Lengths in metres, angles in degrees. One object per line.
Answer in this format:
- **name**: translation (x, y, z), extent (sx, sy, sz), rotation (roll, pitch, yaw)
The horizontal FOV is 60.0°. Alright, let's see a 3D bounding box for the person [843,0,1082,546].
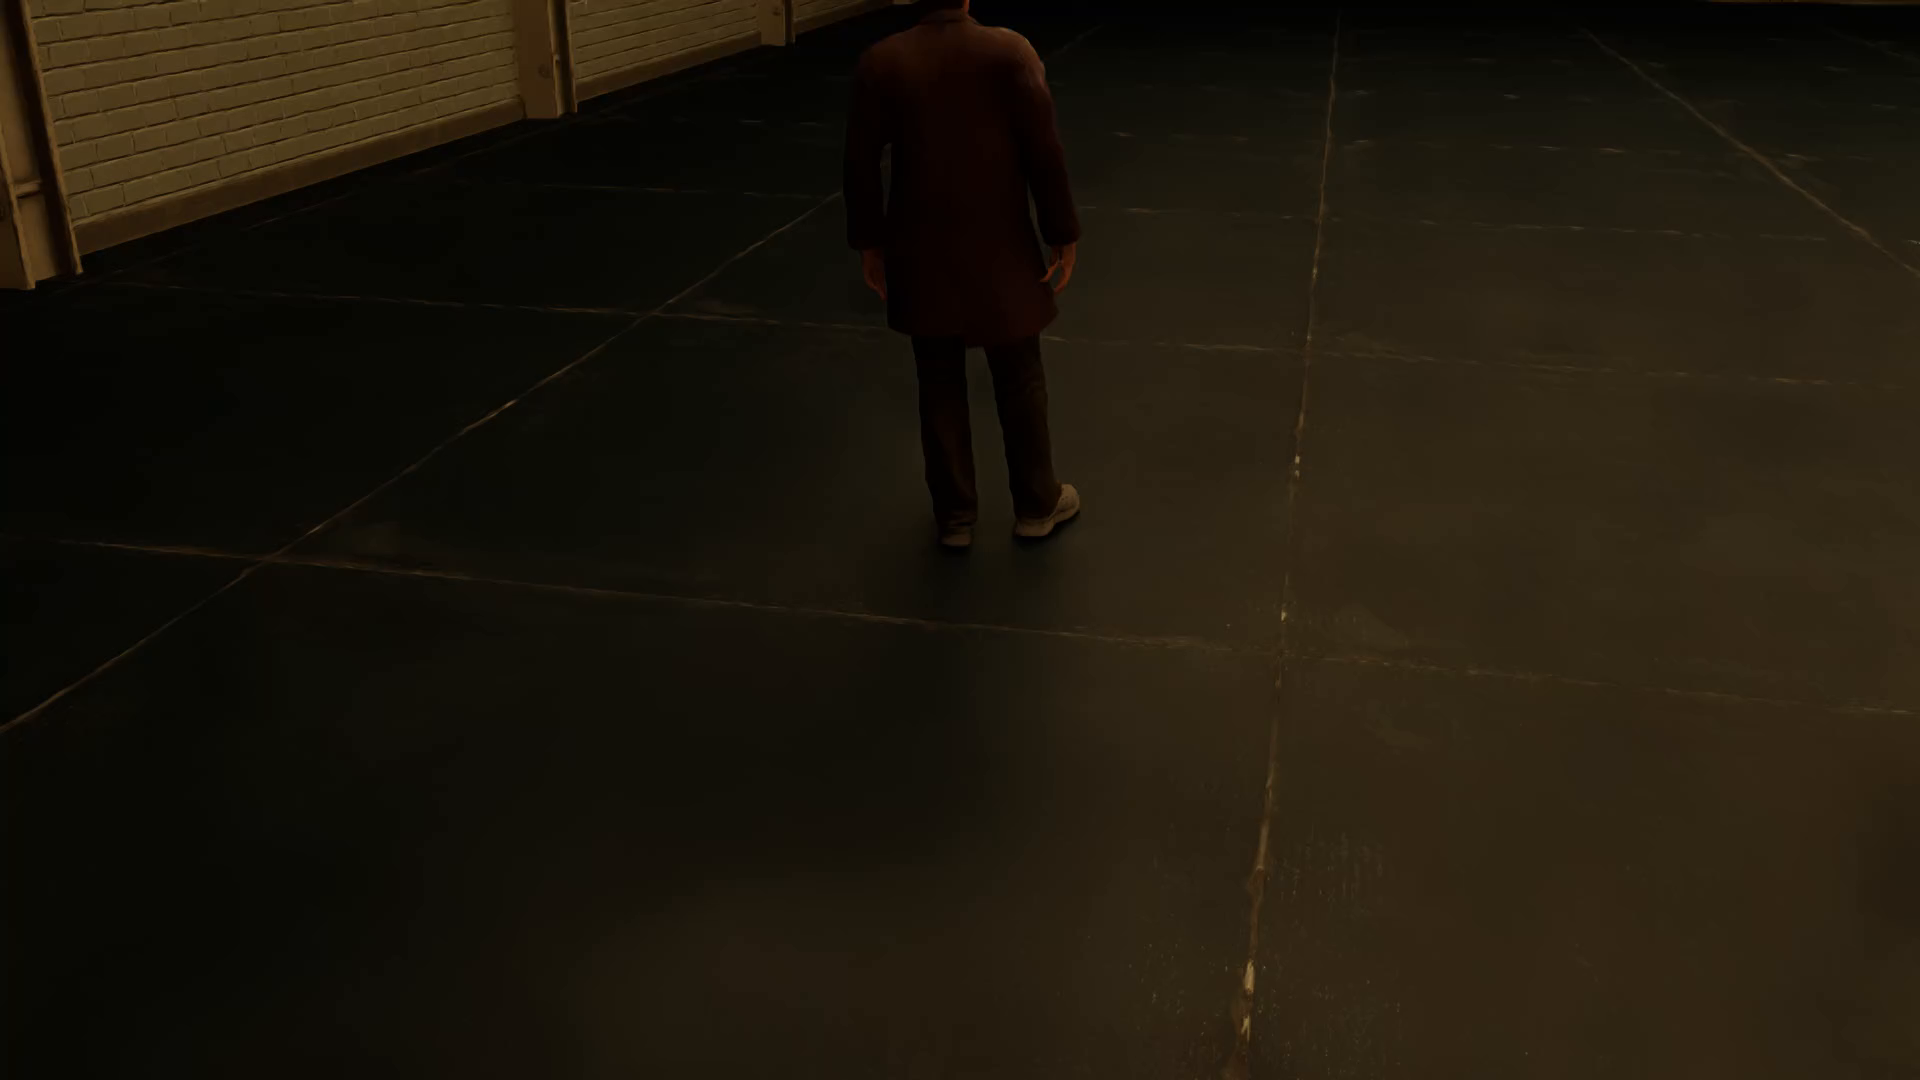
- **person**: translation (0.024, -0.863, 4.892), extent (0.694, 1.776, 0.580), rotation (5, 23, 11)
